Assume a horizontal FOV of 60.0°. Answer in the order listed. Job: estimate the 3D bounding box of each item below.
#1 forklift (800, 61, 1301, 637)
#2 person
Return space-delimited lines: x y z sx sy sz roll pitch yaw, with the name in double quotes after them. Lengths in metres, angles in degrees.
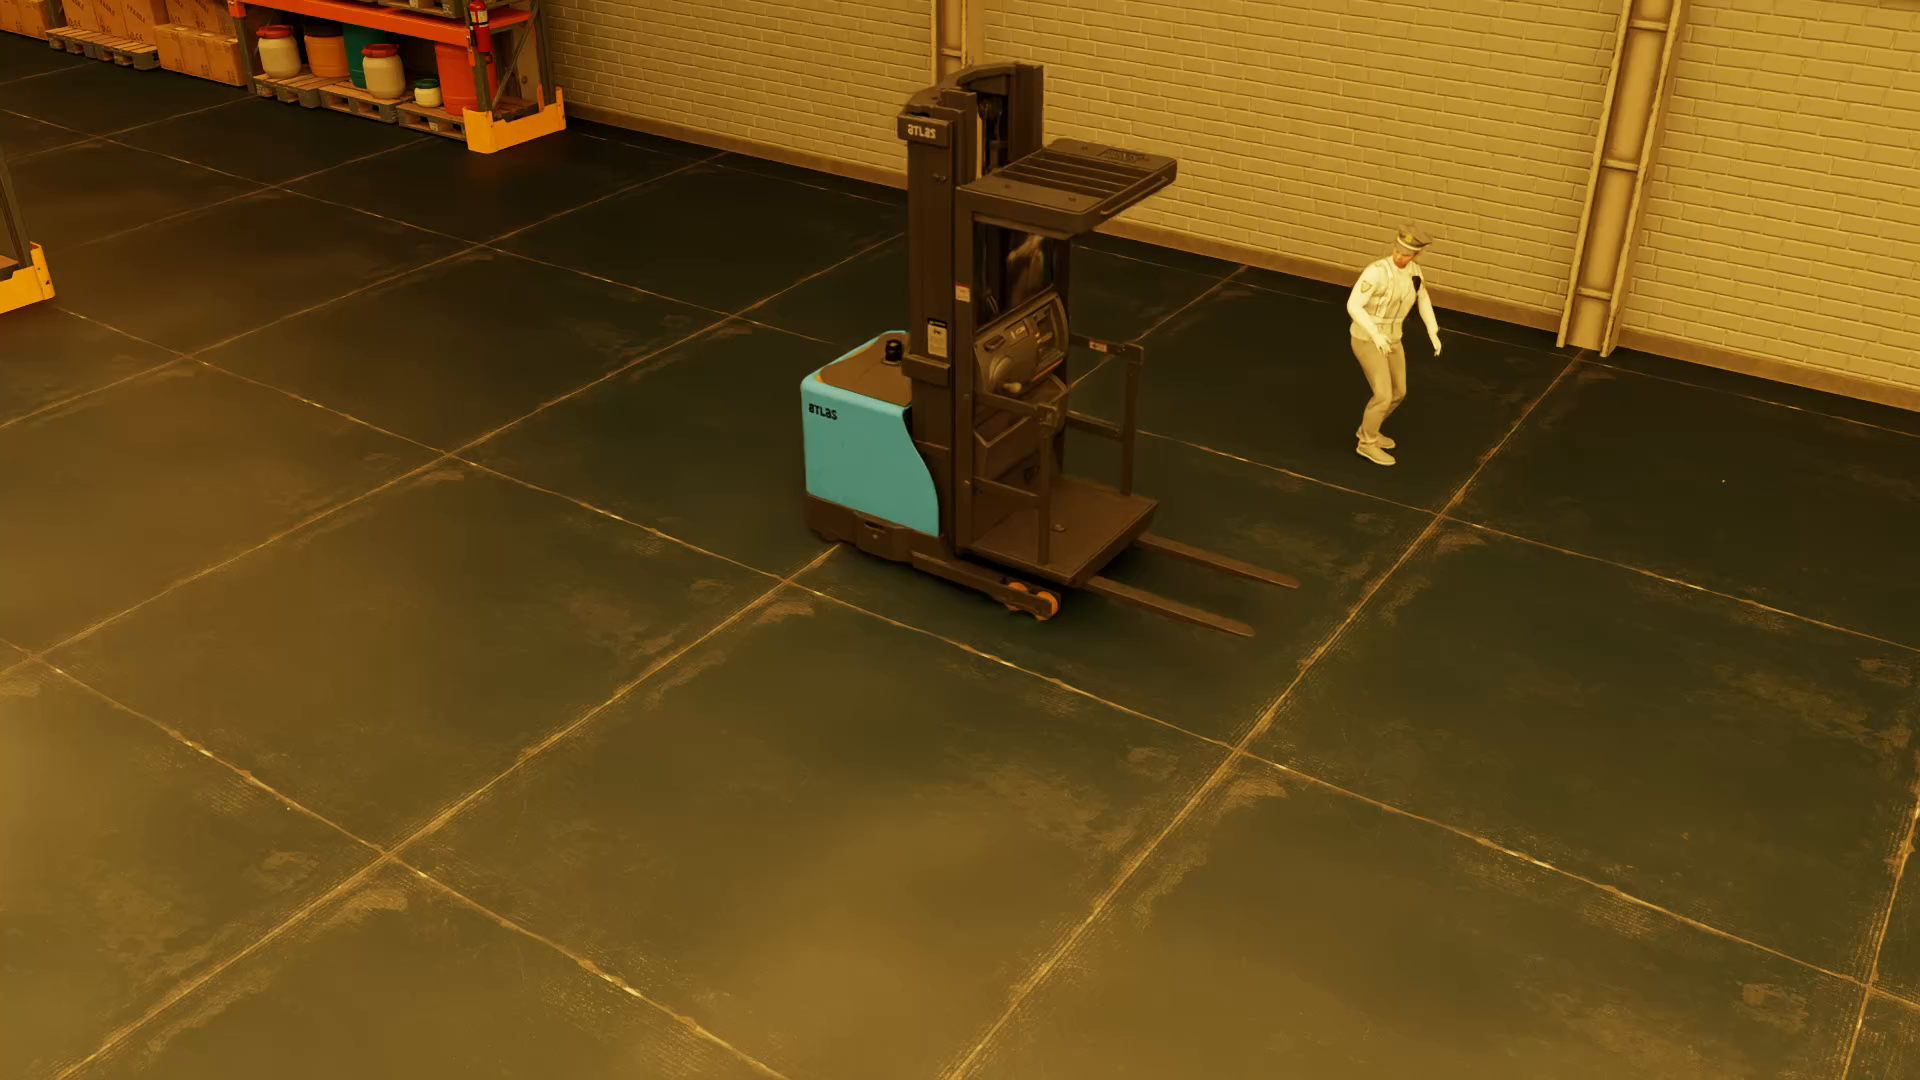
0.528 -1.103 9.480 3.031 2.935 1.130 18 35 29 "forklift"
2.903 -1.331 11.193 0.712 1.632 0.481 -21 36 -32 "person"
